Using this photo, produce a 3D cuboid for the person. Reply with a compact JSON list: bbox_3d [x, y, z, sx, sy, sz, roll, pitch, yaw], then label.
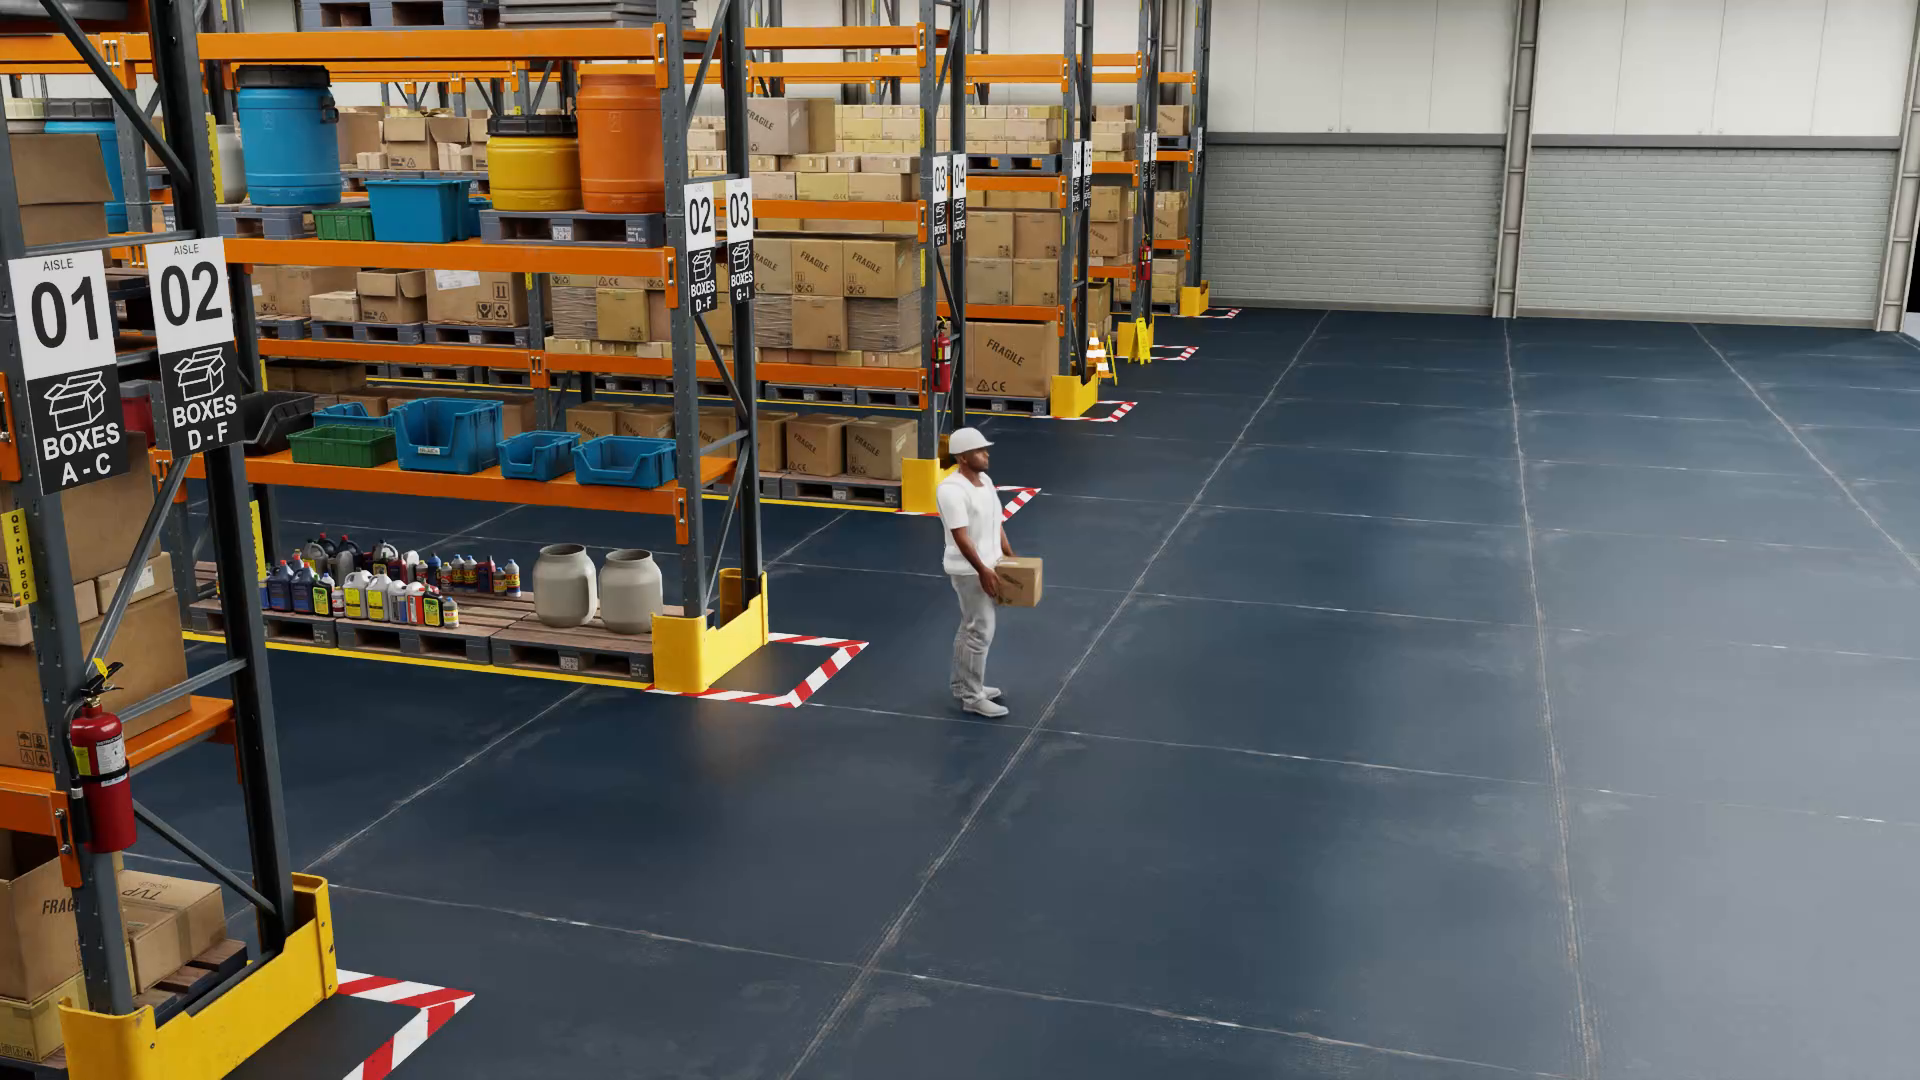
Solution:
[{"bbox_3d":[0.143,0.180,10.293,0.493,1.767,0.560,7,16,23],"label":"person"}]
